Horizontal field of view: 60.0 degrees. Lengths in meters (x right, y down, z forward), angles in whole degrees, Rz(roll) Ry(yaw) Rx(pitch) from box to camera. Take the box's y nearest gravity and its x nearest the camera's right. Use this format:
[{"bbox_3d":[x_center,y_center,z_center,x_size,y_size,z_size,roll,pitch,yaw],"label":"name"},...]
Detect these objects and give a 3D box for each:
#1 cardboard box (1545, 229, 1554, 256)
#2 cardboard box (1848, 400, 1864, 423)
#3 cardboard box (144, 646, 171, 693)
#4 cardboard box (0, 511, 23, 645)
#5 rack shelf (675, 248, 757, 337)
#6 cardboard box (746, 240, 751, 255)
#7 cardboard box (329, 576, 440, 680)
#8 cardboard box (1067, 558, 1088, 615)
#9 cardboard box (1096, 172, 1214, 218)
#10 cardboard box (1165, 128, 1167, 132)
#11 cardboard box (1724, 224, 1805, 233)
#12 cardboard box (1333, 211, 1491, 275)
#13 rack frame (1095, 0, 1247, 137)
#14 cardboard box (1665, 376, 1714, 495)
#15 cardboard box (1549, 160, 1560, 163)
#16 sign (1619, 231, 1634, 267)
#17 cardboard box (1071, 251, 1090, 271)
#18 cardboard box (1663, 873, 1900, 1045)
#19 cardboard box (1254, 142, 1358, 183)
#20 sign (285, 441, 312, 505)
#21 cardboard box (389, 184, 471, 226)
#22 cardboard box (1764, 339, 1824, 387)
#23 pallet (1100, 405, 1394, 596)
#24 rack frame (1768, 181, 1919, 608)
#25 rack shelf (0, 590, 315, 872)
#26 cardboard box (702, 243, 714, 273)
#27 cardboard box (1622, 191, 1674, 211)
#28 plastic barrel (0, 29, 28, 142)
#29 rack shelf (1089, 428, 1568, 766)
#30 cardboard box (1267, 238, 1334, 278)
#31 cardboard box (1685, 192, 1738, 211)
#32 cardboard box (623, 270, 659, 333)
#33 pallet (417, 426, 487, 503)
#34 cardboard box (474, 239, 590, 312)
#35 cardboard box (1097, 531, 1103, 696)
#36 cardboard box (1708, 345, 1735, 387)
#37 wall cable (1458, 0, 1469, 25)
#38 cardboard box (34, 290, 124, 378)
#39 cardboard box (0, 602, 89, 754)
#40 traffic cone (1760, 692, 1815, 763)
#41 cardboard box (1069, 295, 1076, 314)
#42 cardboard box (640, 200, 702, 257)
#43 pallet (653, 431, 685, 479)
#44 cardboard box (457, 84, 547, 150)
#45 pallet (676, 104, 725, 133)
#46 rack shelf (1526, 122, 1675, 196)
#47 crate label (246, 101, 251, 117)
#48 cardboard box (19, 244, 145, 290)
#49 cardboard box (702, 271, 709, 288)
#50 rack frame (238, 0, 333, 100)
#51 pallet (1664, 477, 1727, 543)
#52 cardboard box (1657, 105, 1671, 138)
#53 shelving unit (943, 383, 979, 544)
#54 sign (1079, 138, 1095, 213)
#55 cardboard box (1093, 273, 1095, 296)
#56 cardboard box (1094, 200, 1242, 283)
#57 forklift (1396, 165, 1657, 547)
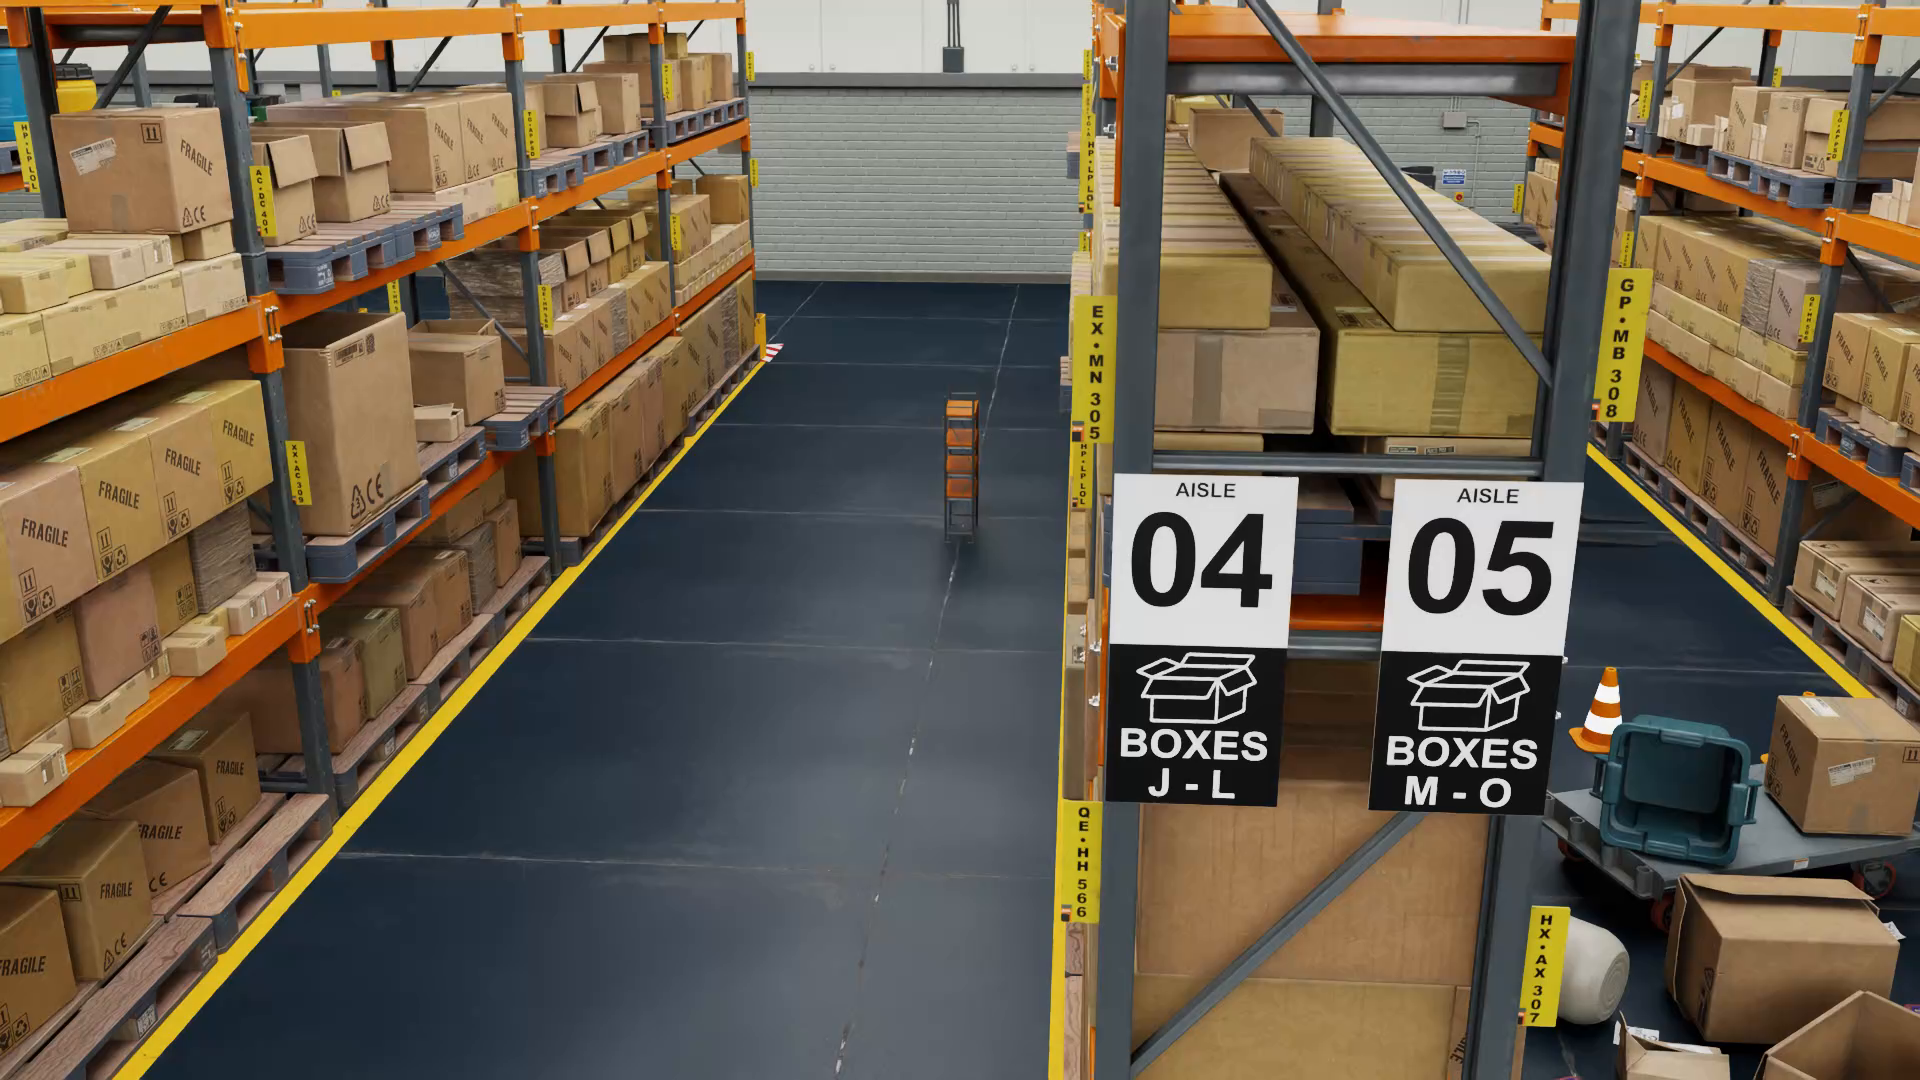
[{"bbox_3d":[6.544,-3.024,17.675,0.500,0.500,0.500,1,18,4],"label":"cardboard box"},{"bbox_3d":[6.092,-0.847,10.919,0.380,0.149,0.250,0,18,1],"label":"cardboard box"},{"bbox_3d":[-3.701,0.572,7.263,0.380,0.149,0.250,1,18,4],"label":"cardboard box"},{"bbox_3d":[-3.715,0.174,5.831,0.500,0.500,0.500,1,18,4],"label":"cardboard box"},{"bbox_3d":[-3.100,-2.693,17.980,1.077,0.370,4.000,1,18,4],"label":"rack shelf"},{"bbox_3d":[-2.654,-3.419,19.443,0.380,0.149,0.250,2,18,5],"label":"cardboard box"},{"bbox_3d":[-3.659,0.538,10.272,0.700,0.500,0.500,0,18,-1],"label":"cardboard box"},{"bbox_3d":[1.151,0.588,9.749,1.050,0.750,0.750,1,18,4],"label":"cardboard box"},{"bbox_3d":[0.649,-1.141,5.559,0.380,0.149,0.250,1,18,4],"label":"cardboard box"},{"bbox_3d":[1.197,-2.685,11.823,0.500,0.500,0.500,1,18,4],"label":"cardboard box"},{"bbox_3d":[6.830,-2.410,14.194,0.500,0.500,0.500,2,18,5],"label":"cardboard box"},{"bbox_3d":[1.233,-0.809,4.546,0.380,0.149,0.250,1,18,4],"label":"cardboard box"},{"bbox_3d":[1.410,-3.880,10.813,1.000,3.000,0.127,1,18,4],"label":"rack frame"},{"bbox_3d":[6.619,-0.907,14.113,0.875,0.875,0.875,2,18,6],"label":"cardboard box"},{"bbox_3d":[6.678,-4.079,18.245,0.380,0.149,0.250,2,18,5],"label":"cardboard box"},{"bbox_3d":[6.087,-2.654,15.186,0.100,0.325,0.005,1,18,4],"label":"sign"},{"bbox_3d":[1.209,-2.523,15.078,0.380,0.149,0.250,2,18,7],"label":"cardboard box"},{"bbox_3d":[3.440,1.763,7.015,0.797,0.637,0.503,1,18,4],"label":"cardboard box"},{"bbox_3d":[1.396,-1.520,6.715,0.380,0.149,0.250,1,18,4],"label":"cardboard box"},{"bbox_3d":[-3.275,-0.331,8.225,0.100,0.325,0.005,1,18,4],"label":"sign"},{"bbox_3d":[-3.381,-2.062,10.323,0.500,0.250,0.500,2,18,5],"label":"cardboard box"},{"bbox_3d":[6.135,-1.273,11.928,0.500,0.250,0.500,1,18,4],"label":"cardboard box"},{"bbox_3d":[0.879,-0.159,4.415,1.003,0.211,1.213,1,18,4],"label":"pallet"},{"bbox_3d":[6.354,-0.950,11.506,1.000,3.000,0.127,1,18,4],"label":"rack frame"},{"bbox_3d":[-3.961,1.034,6.606,1.077,0.370,4.000,1,18,4],"label":"rack shelf"},{"bbox_3d":[-2.877,-2.939,17.339,0.500,0.250,0.500,2,18,5],"label":"cardboard box"},{"bbox_3d":[6.345,-3.126,15.339,0.380,0.149,0.250,1,18,3],"label":"cardboard box"},{"bbox_3d":[-8.154,-3.854,14.071,0.600,0.901,0.708,1,18,4],"label":"plastic barrel"},{"bbox_3d":[0.979,-0.249,5.705,1.077,0.370,4.000,1,18,4],"label":"rack shelf"},{"bbox_3d":[1.197,-0.746,4.993,0.500,0.250,0.500,1,18,3],"label":"cardboard box"},{"bbox_3d":[6.922,-3.116,15.307,0.380,0.149,0.250,1,18,3],"label":"cardboard box"},{"bbox_3d":[-3.047,-2.156,15.026,0.500,0.500,0.500,2,18,6],"label":"cardboard box"},{"bbox_3d":[-3.631,-0.465,10.332,1.003,0.211,1.213,1,18,4],"label":"pallet"},{"bbox_3d":[-3.412,-2.125,13.319,0.797,0.503,0.637,2,18,5],"label":"cardboard box"},{"bbox_3d":[0.933,0.245,5.883,0.875,0.550,0.500,1,18,4],"label":"cardboard box"},{"bbox_3d":[6.204,-1.357,12.988,0.500,0.250,0.500,1,18,3],"label":"cardboard box"},{"bbox_3d":[7.054,-8.059,23.565,0.463,3.000,0.029,1,18,4],"label":"wall cable"},{"bbox_3d":[-3.669,-0.816,6.518,0.500,0.250,0.500,1,18,4],"label":"cardboard box"},{"bbox_3d":[-3.994,0.487,6.482,0.875,0.500,0.500,1,18,4],"label":"cardboard box"},{"bbox_3d":[4.760,1.081,9.380,0.336,0.463,0.334,1,18,4],"label":"traffic cone"},{"bbox_3d":[1.042,-1.797,12.864,0.380,0.149,0.250,2,18,6],"label":"cardboard box"},{"bbox_3d":[-2.911,-3.136,16.735,0.500,0.500,0.500,1,18,4],"label":"cardboard box"},{"bbox_3d":[-3.224,-0.847,15.670,1.003,0.211,1.213,1,18,4],"label":"pallet"},{"bbox_3d":[-3.584,-3.305,13.040,0.500,0.500,0.500,2,18,7],"label":"cardboard box"},{"bbox_3d":[-3.084,-4.429,17.447,1.003,0.211,1.213,1,18,4],"label":"pallet"},{"bbox_3d":[6.784,-3.897,16.838,1.077,0.370,4.000,1,18,4],"label":"rack shelf"},{"bbox_3d":[-8.286,-4.842,18.805,0.408,0.251,0.502,1,18,4],"label":"crate label"},{"bbox_3d":[-3.588,-1.118,6.802,0.380,0.149,0.250,1,18,2],"label":"cardboard box"},{"bbox_3d":[-2.818,-2.703,17.260,0.380,0.149,0.250,1,18,3],"label":"cardboard box"},{"bbox_3d":[-7.897,-6.618,19.167,1.000,3.000,0.127,1,18,4],"label":"rack frame"},{"bbox_3d":[6.576,-0.246,13.835,1.003,0.211,1.213,1,18,4],"label":"pallet"},{"bbox_3d":[6.256,-3.606,14.335,0.396,0.266,0.258,1,18,3],"label":"cardboard box"},{"bbox_3d":[0.012,-0.622,13.393,0.258,1.200,0.503,1,18,4],"label":"shelving unit"},{"bbox_3d":[0.581,-1.617,7.387,0.100,0.325,0.005,1,18,4],"label":"sign"},{"bbox_3d":[0.687,-0.919,6.161,0.380,0.149,0.250,1,18,3],"label":"cardboard box"},{"bbox_3d":[0.738,-1.071,5.984,0.500,0.250,0.500,1,18,3],"label":"cardboard box"},{"bbox_3d":[3.882,-1.353,12.846,3.031,2.935,1.130,4,19,13],"label":"forklift"}]
